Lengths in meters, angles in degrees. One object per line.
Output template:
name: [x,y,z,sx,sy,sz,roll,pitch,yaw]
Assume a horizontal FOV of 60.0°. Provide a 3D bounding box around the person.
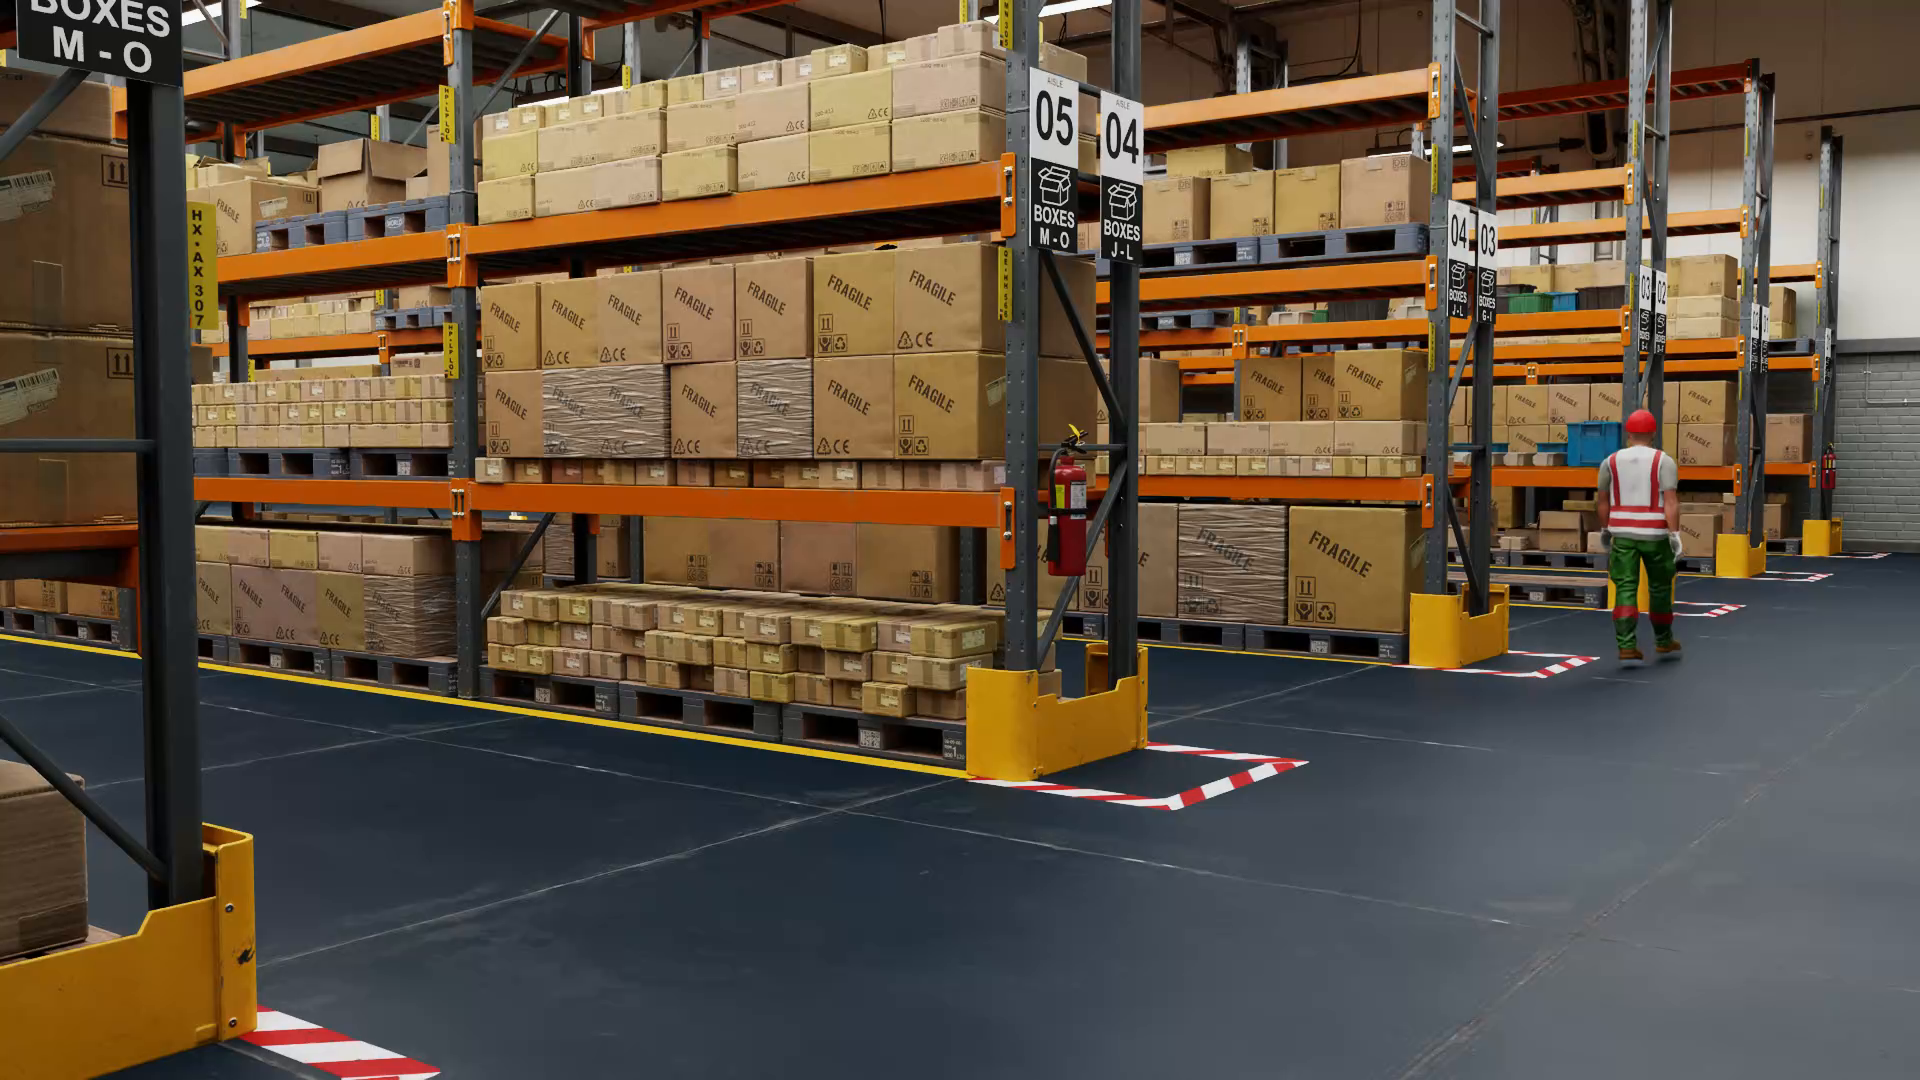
person: [4.805,-0.052,11.711,0.590,1.732,0.996,2,4,31]
